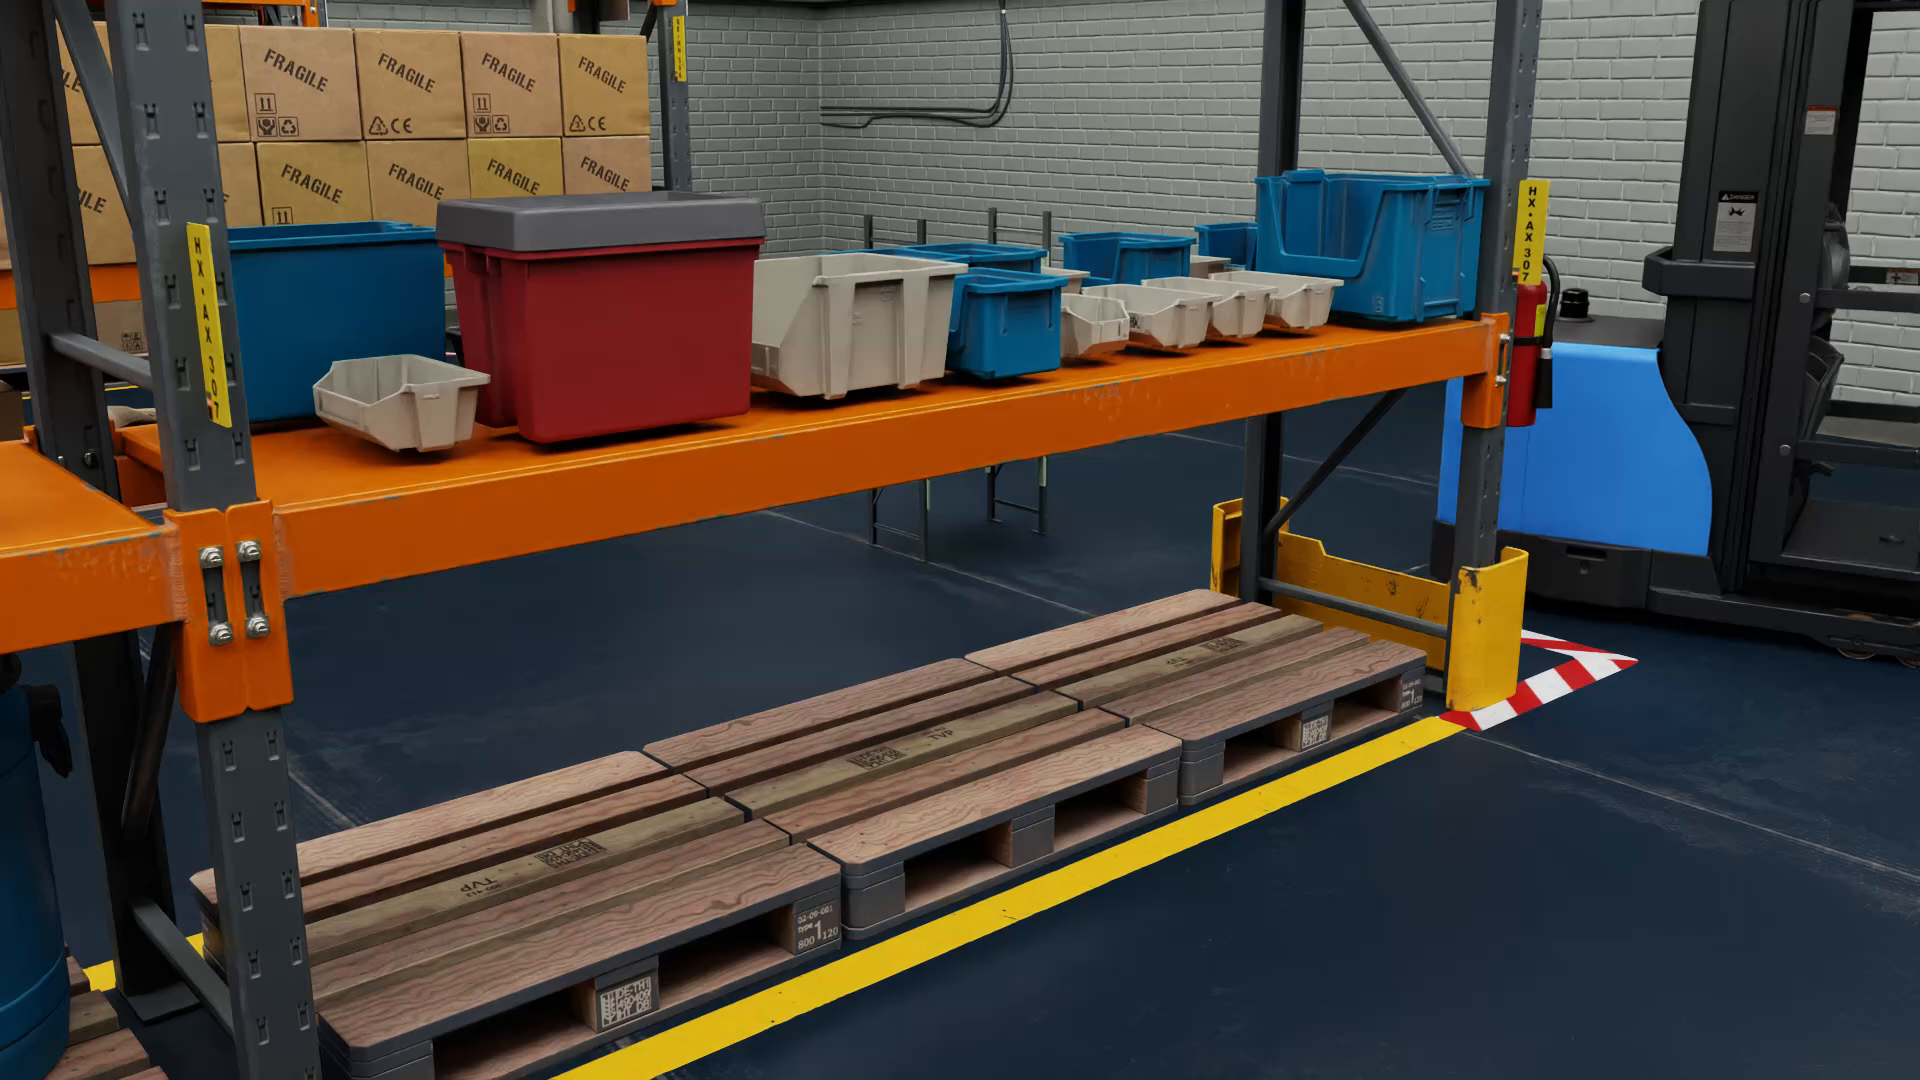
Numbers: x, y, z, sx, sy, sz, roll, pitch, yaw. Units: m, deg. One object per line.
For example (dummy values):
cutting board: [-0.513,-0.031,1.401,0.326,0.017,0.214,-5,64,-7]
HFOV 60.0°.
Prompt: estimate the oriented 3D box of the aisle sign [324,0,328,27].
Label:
aisle sign: [-4.818,-4.139,12.395,0.004,0.787,0.394,-13,19,-39]

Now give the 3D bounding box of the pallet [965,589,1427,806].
pallet: [0.787,0.479,5.548,1.213,0.211,1.003,-13,19,-39]

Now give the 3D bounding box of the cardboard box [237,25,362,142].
cardboard box: [-3.126,-2.106,7.692,0.500,0.500,0.500,-12,19,-38]

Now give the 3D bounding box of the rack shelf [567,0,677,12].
rack shelf: [-3.323,-2.728,7.733,4.000,0.370,1.077,-13,19,-39]

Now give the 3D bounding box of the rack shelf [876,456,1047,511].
rack shelf: [-0.005,-0.408,7.636,0.720,0.370,0.431,-13,19,-39]

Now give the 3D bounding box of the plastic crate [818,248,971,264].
plastic crate: [-0.188,-0.697,4.755,0.300,0.233,0.416,-13,19,-39]

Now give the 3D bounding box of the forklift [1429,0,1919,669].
forklift: [3.487,-1.106,6.212,3.031,2.935,1.130,9,17,30]

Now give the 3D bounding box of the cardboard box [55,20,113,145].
cardboard box: [-3.903,-1.932,7.038,0.500,0.500,0.500,-13,20,-41]

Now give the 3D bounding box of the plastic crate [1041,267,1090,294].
plastic crate: [0.224,-0.771,5.220,0.298,0.136,0.250,-13,19,-39]

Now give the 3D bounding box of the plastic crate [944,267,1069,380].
plastic crate: [0.054,-0.551,4.208,0.300,0.233,0.416,-13,19,-39]

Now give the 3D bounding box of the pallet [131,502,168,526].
pallet: [-4.313,-0.057,7.554,1.213,0.211,1.003,-13,19,-39]

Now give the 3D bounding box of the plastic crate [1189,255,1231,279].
plastic crate: [0.736,-0.886,5.650,0.298,0.136,0.250,-13,19,-39]

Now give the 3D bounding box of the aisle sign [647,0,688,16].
aisle sign: [-1.562,-3.173,8.780,0.004,0.787,0.394,-13,19,-39]

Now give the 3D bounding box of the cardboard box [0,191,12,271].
cardboard box: [-4.268,-1.369,6.871,0.500,0.500,0.500,-12,19,-38]

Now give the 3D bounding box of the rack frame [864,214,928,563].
rack frame: [-0.281,-0.661,7.320,0.023,1.500,0.400,-13,19,-39]

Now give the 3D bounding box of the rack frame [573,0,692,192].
rack frame: [-1.814,-1.965,9.296,0.127,3.000,1.000,-13,19,-39]

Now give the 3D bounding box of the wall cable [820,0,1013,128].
wall cable: [-0.568,-5.216,15.857,0.112,2.526,3.097,-13,19,-39]

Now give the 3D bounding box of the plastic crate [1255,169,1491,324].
plastic crate: [1.304,-0.954,5.322,0.499,0.435,0.616,-13,19,-39]

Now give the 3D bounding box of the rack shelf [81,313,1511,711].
rack shelf: [-0.074,-0.314,4.508,4.000,0.370,1.077,-13,19,-39]

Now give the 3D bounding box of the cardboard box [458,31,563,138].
cardboard box: [-2.350,-2.282,8.350,0.500,0.500,0.500,-12,19,-38]

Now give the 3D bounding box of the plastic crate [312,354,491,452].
plastic crate: [-1.138,-0.276,3.364,0.243,0.136,0.396,-13,19,-39]

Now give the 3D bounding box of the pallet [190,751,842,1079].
pallet: [-1.054,0.892,4.001,1.213,0.211,1.003,-13,19,-39]

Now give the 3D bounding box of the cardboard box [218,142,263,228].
cardboard box: [-3.505,-1.541,7.513,0.500,0.500,0.500,-13,20,-40]

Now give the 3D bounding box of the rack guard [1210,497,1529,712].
rack guard: [1.444,0.201,6.031,0.348,0.500,1.175,-13,19,-39]

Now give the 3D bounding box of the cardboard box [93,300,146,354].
cardboard box: [-6.288,-1.616,12.018,0.500,0.500,0.700,-13,20,-41]

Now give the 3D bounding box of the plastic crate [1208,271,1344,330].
plastic crate: [0.938,-0.729,5.060,0.243,0.136,0.396,-13,19,-39]

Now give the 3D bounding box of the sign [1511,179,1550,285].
sign: [1.808,-0.975,5.272,0.005,0.325,0.100,-13,19,-39]

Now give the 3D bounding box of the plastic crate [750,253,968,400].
plastic crate: [-0.310,-0.517,3.988,0.530,0.282,0.437,-13,19,-39]

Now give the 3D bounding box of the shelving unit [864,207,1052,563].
shelving unit: [-0.005,-0.723,7.552,0.755,1.500,0.431,-13,19,-39]

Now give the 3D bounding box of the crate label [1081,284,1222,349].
crate label: [0.516,-0.631,4.693,0.243,0.136,0.396,-13,19,-39]

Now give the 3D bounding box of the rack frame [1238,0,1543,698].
rack frame: [1.434,-1.001,5.683,0.127,3.000,1.000,-13,19,-39]

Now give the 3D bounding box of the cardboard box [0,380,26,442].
cardboard box: [-4.588,-0.445,7.593,0.500,0.500,0.500,-13,19,-39]

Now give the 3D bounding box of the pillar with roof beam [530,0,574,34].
pillar with roof beam: [-0.774,-5.615,11.335,0.400,9.000,9.100,-13,19,-39]

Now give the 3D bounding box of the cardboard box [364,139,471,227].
cardboard box: [-2.742,-1.713,8.156,0.500,0.500,0.500,-12,19,-39]

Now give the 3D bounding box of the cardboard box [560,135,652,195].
cardboard box: [-1.973,-1.885,8.800,0.500,0.500,0.500,-12,19,-38]
